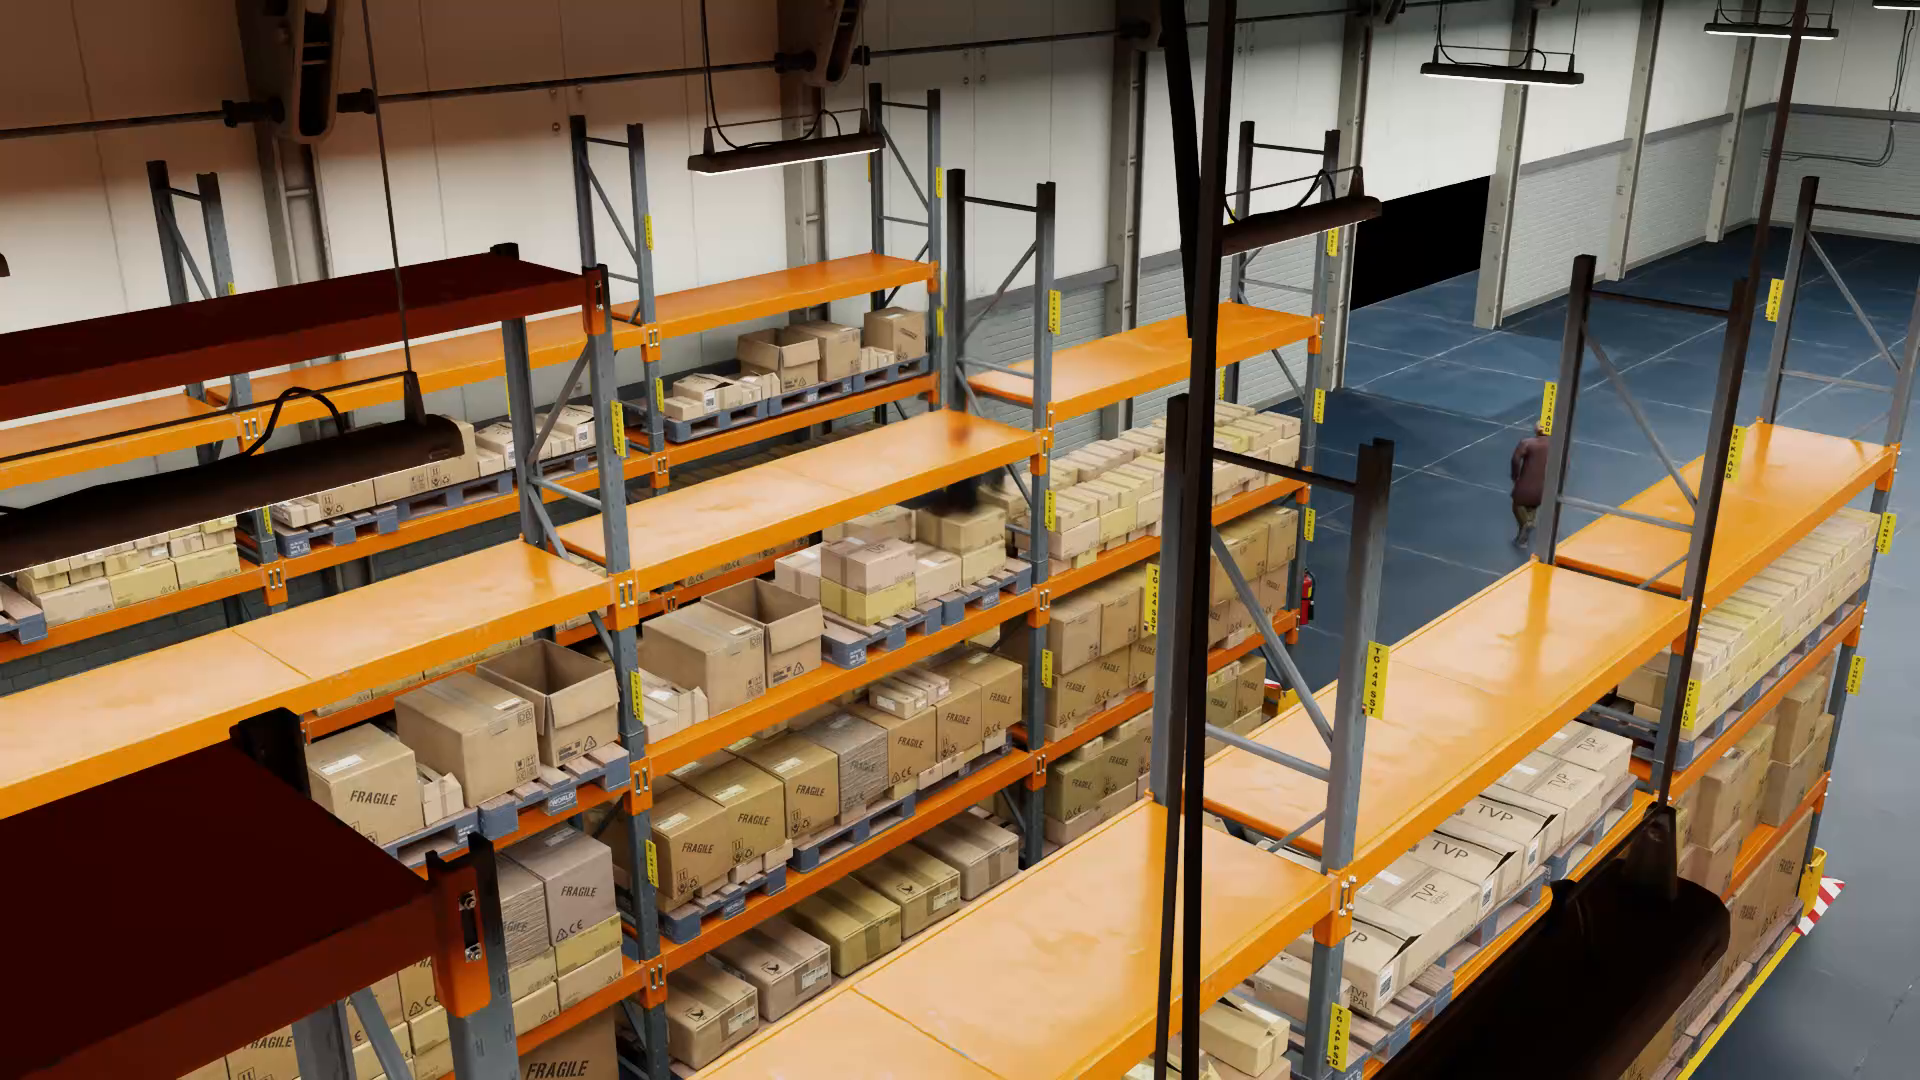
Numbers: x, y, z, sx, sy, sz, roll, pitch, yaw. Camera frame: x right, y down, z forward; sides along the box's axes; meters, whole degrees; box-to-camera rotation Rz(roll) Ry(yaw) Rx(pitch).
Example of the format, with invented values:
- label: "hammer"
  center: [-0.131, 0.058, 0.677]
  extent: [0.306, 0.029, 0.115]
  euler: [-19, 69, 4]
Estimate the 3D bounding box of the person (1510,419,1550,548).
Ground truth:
- label: "person"
  center: [7.424, -0.702, 21.456]
  extent: [0.729, 1.737, 0.627]
  euler: [2, 21, 4]
